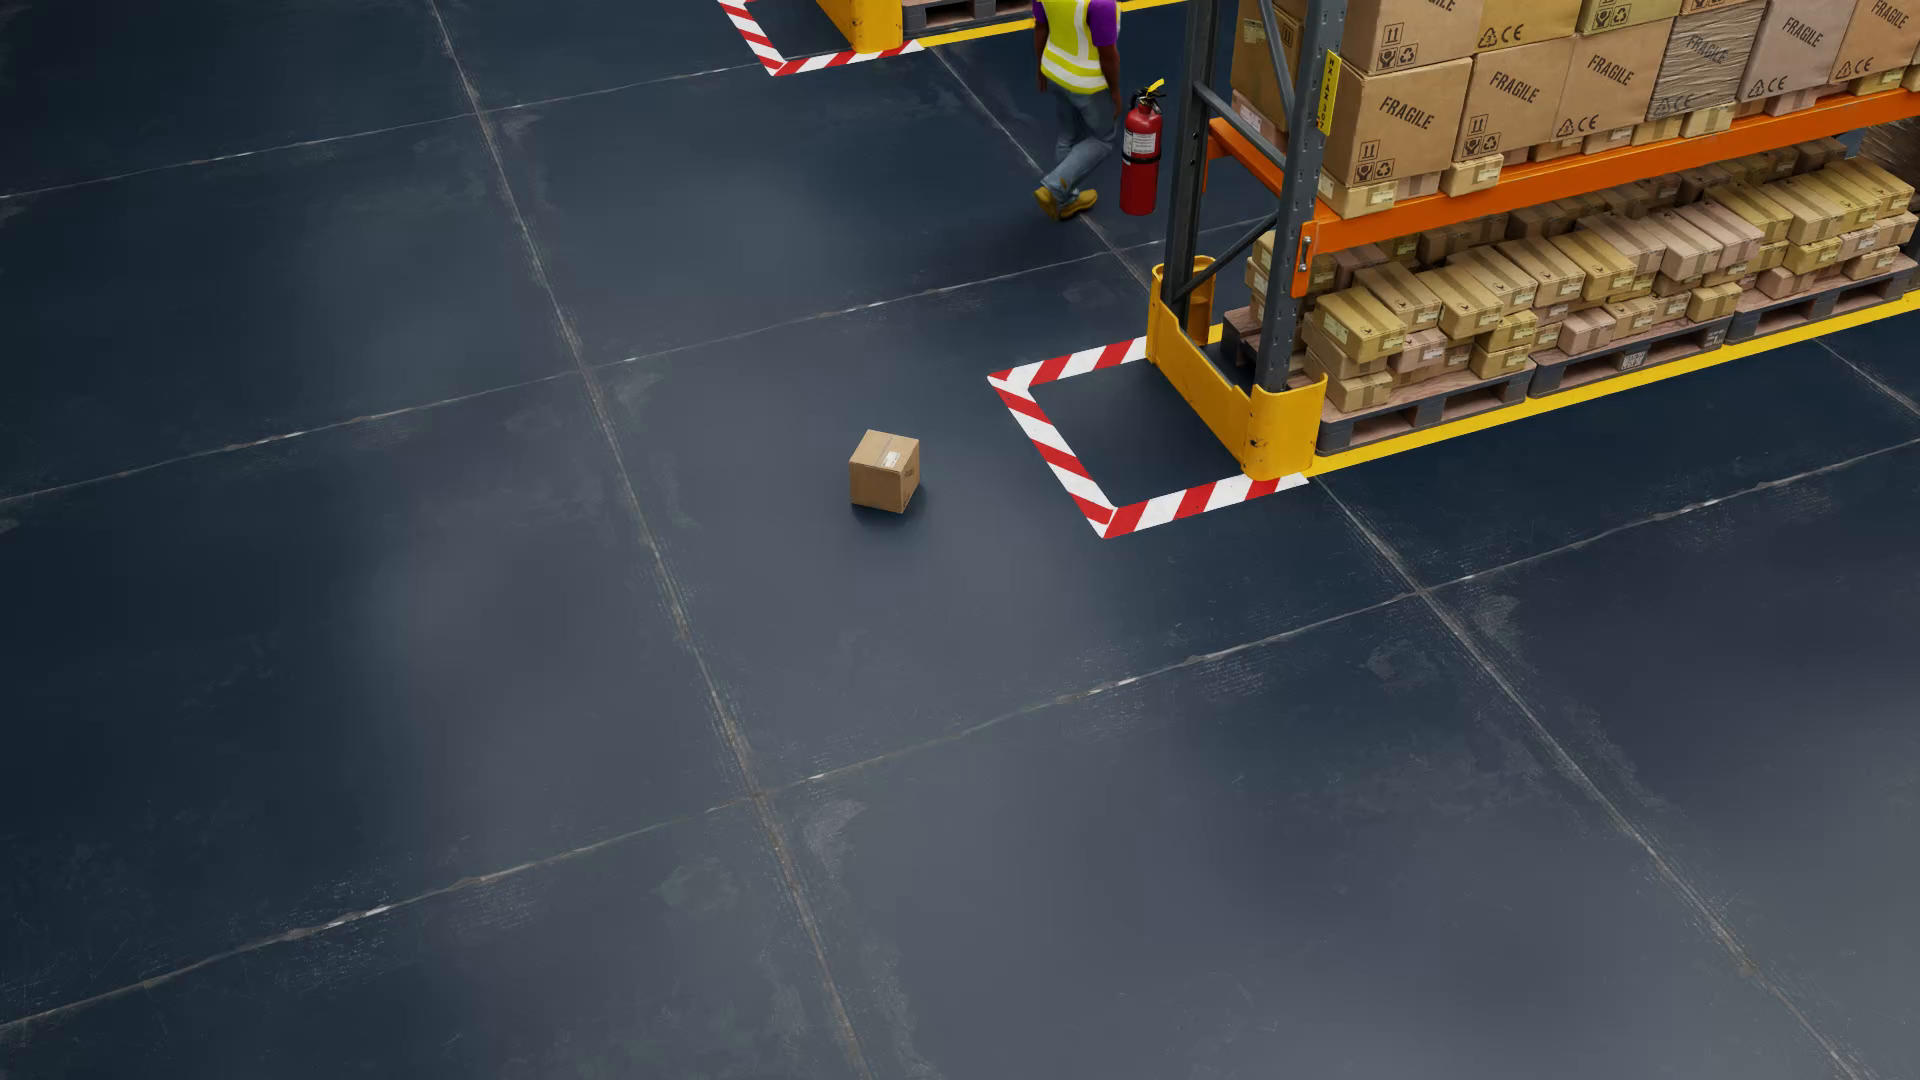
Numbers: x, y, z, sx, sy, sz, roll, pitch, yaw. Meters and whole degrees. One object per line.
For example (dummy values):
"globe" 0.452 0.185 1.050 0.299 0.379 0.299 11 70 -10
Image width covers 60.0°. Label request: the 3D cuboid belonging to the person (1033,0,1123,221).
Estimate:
"person" 0.608 -2.466 8.930 0.589 1.717 0.600 -28 49 -28
